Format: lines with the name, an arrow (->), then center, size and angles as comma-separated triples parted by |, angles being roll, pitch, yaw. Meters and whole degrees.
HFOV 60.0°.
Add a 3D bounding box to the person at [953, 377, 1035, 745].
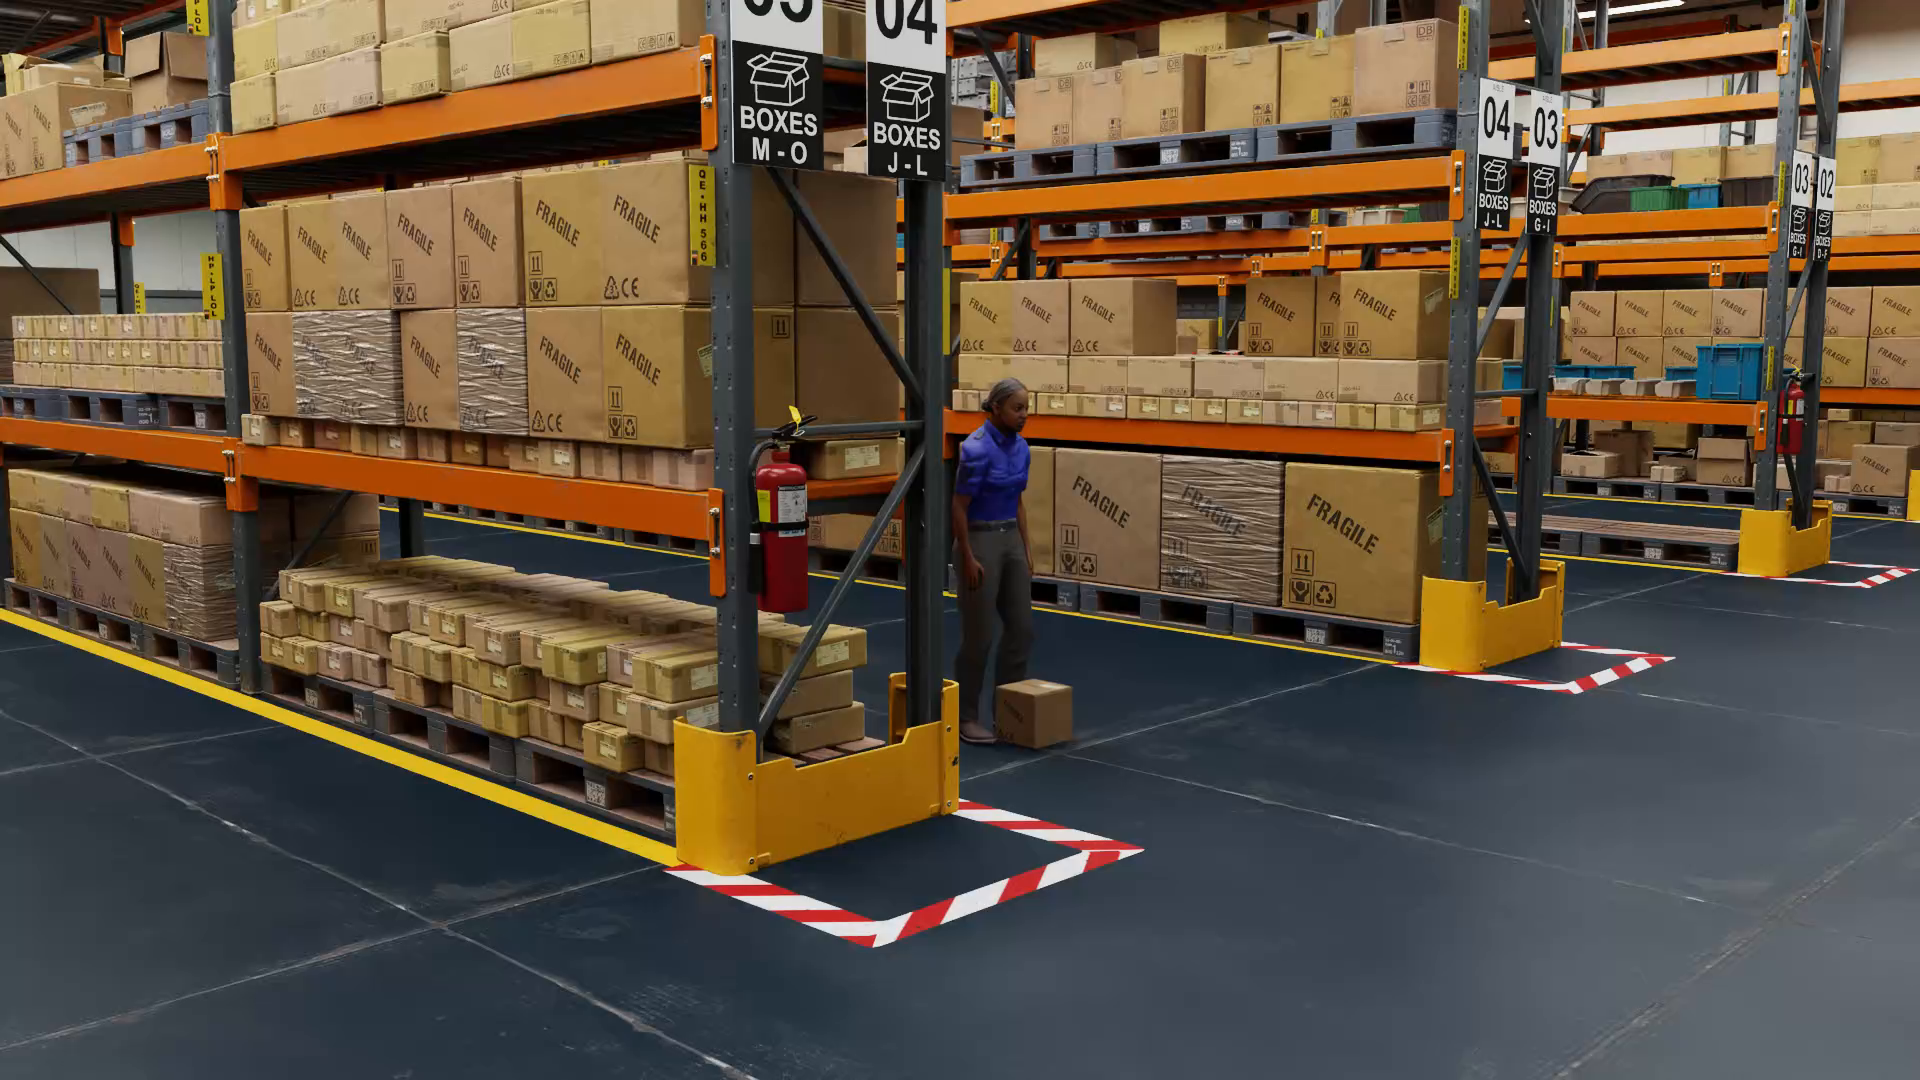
person -> 0.183, 0.080, 7.650 | 0.403, 1.653, 0.527 | 6, 9, 40
